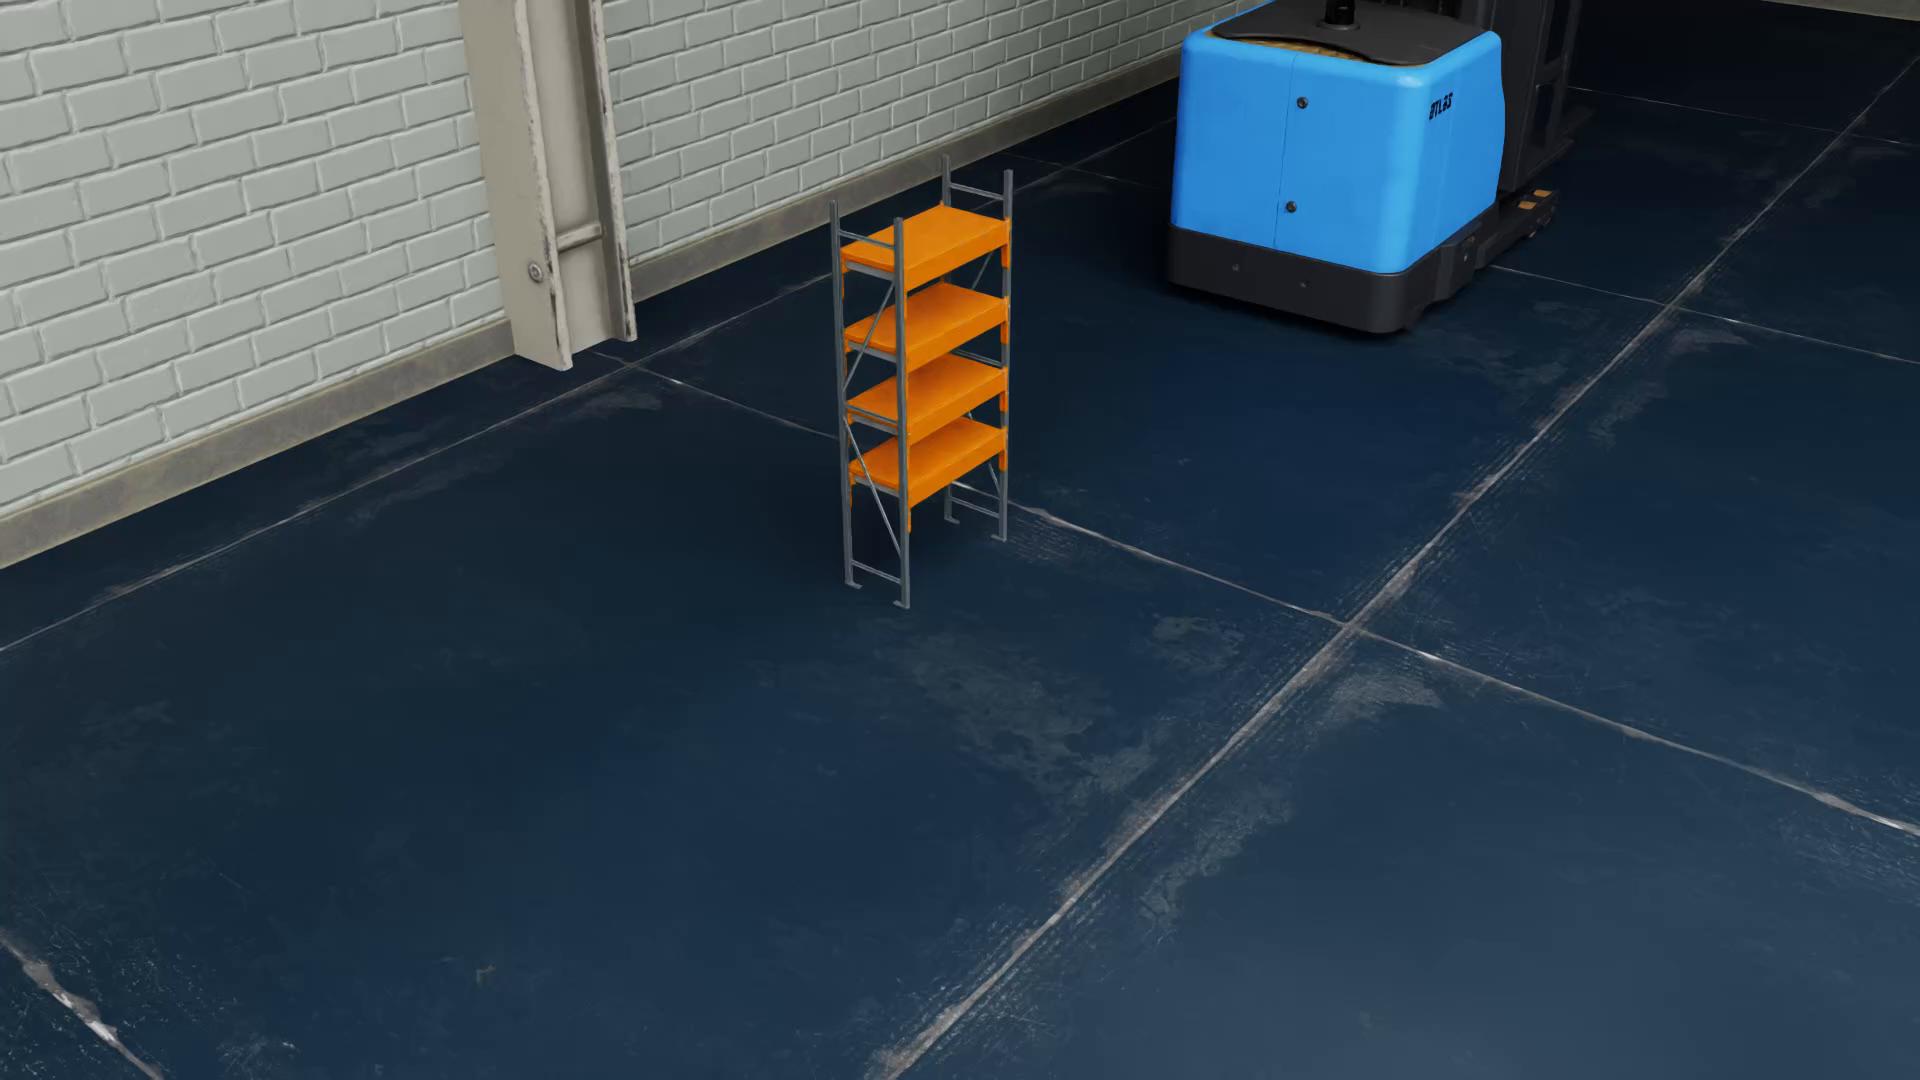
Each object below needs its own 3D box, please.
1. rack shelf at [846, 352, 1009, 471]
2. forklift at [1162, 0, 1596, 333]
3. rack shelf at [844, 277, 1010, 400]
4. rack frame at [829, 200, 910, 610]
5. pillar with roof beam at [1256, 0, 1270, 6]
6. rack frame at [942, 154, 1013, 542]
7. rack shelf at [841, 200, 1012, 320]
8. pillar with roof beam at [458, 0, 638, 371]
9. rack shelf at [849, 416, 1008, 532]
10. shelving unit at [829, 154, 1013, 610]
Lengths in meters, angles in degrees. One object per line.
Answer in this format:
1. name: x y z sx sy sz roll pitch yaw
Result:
1. rack shelf: -0.100 -0.391 4.865 0.258 0.148 0.480 21 37 31
2. forklift: 2.117 -2.764 7.040 1.130 2.935 3.031 20 36 30
3. rack shelf: -0.100 -0.583 4.751 0.258 0.148 0.480 21 37 31
4. rack frame: -0.247 -0.350 4.663 0.240 1.200 0.015 21 37 31
5. pillar with roof beam: 5.537 -5.755 6.134 9.100 9.000 0.400 21 37 31
6. rack frame: 0.047 -0.548 4.998 0.240 1.200 0.015 21 37 31
7. rack shelf: -0.100 -0.787 4.630 0.258 0.148 0.480 21 37 31
8. pillar with roof beam: 1.915 -3.316 2.019 9.100 9.000 0.400 21 37 31
9. rack shelf: -0.100 -0.220 4.966 0.258 0.148 0.480 21 37 31
10. shelving unit: -0.100 -0.449 4.831 0.258 1.200 0.503 21 37 31
